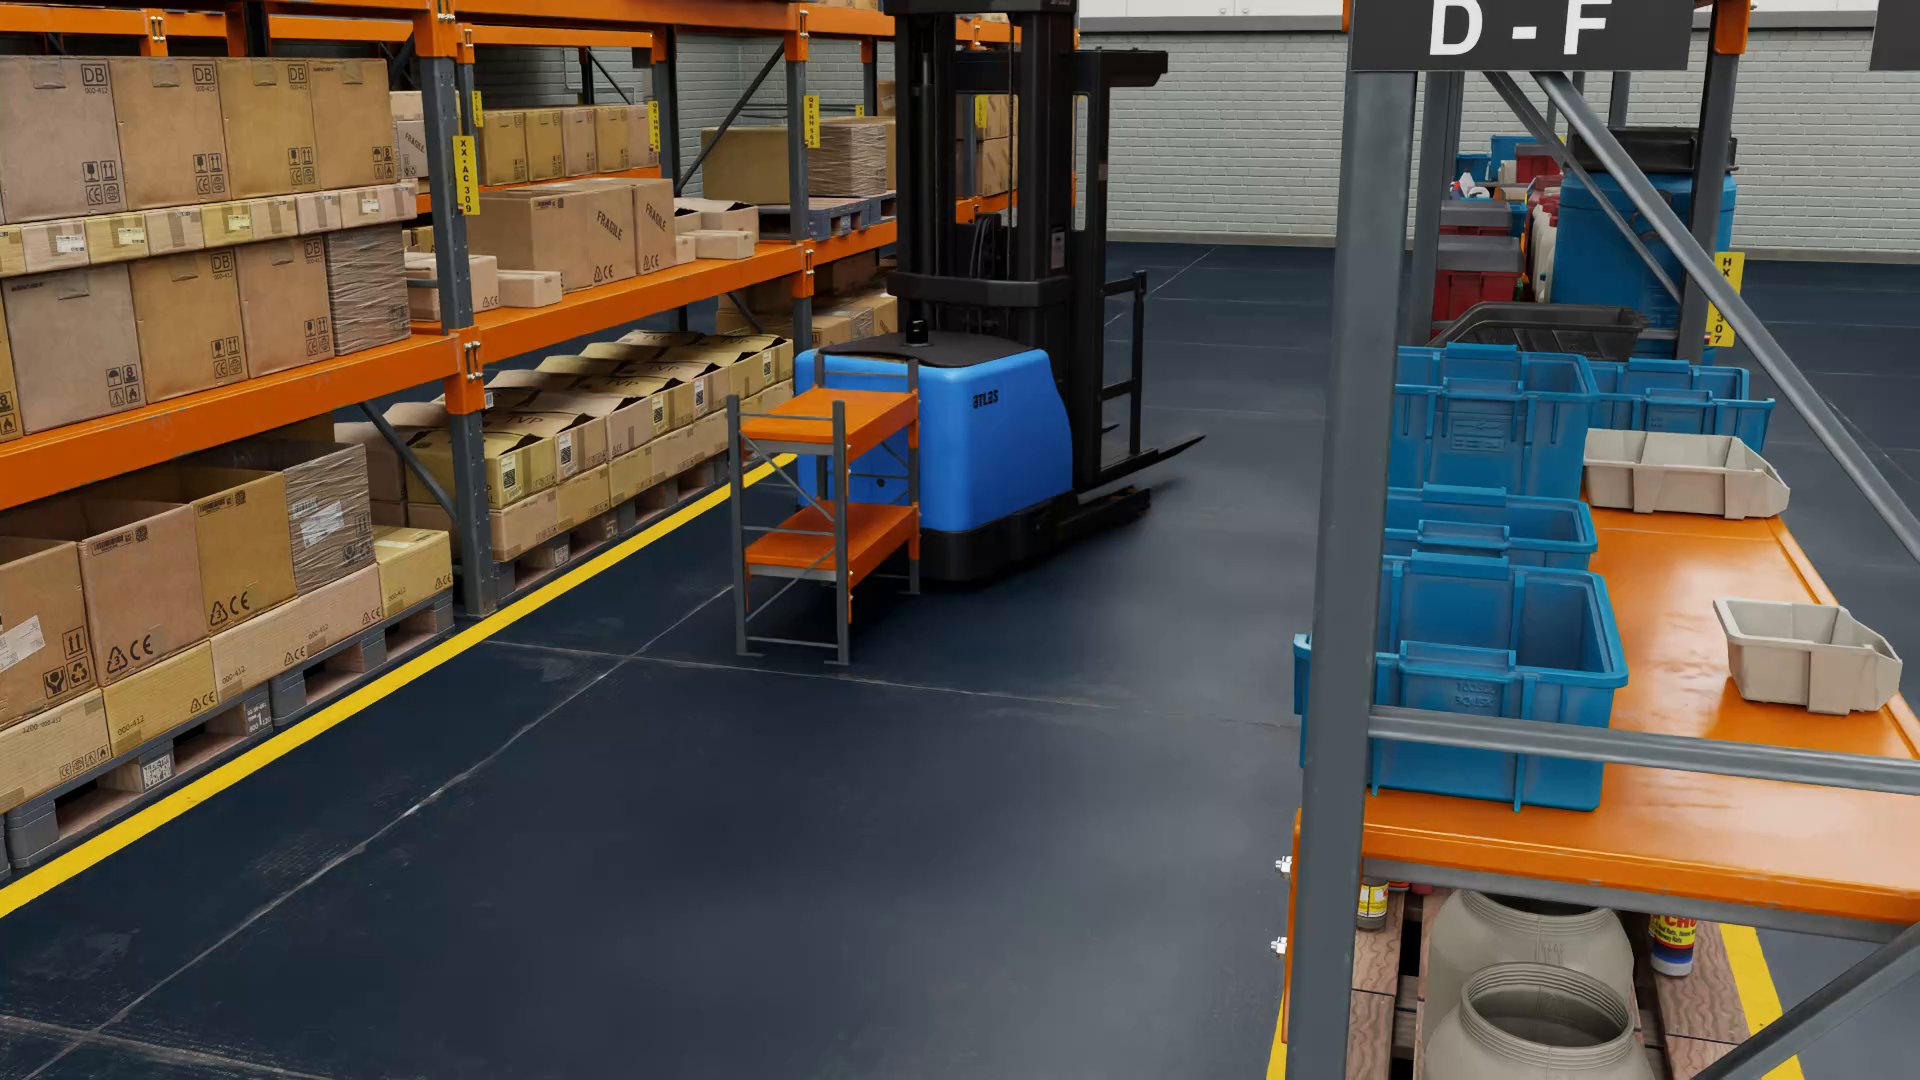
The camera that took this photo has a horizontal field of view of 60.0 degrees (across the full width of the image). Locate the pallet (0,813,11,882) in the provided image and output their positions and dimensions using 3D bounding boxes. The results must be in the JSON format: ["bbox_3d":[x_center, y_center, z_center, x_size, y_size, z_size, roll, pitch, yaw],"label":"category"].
[{"bbox_3d":[-3.584,1.052,4.733,1.003,0.211,1.213,5,16,16],"label":"pallet"}]

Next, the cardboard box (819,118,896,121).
[{"bbox_3d":[-0.835,-3.184,13.606,0.700,0.500,0.500,7,17,25],"label":"cardboard box"}]

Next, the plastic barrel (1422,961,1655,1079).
[{"bbox_3d":[1.101,1.116,3.188,0.421,0.512,0.421,0,16,0],"label":"plastic barrel"}]

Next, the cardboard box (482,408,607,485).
[{"bbox_3d":[-2.121,-0.501,8.340,0.500,0.311,0.500,4,16,15],"label":"cardboard box"}]

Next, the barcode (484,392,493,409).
[{"bbox_3d":[-2.153,-0.638,7.596,0.001,0.075,0.075,5,16,16],"label":"barcode"}]

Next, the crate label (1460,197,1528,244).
[{"bbox_3d":[2.719,-1.572,8.809,0.502,0.435,0.616,5,16,16],"label":"crate label"}]

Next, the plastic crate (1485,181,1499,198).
[{"bbox_3d":[4.457,-3.050,14.481,0.437,0.125,0.590,5,16,16],"label":"plastic crate"}]

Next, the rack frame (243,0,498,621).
[{"bbox_3d":[-2.625,-1.132,7.325,1.000,3.000,0.127,5,16,16],"label":"rack frame"}]

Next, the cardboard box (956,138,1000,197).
[{"bbox_3d":[0.055,-3.386,15.086,0.500,0.500,0.500,5,17,17],"label":"cardboard box"}]

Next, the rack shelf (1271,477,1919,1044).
[{"bbox_3d":[1.555,0.122,4.221,1.077,0.370,4.000,5,16,16],"label":"rack shelf"}]

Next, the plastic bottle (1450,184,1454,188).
[{"bbox_3d":[3.631,-2.489,12.321,0.061,0.283,0.133,5,16,16],"label":"plastic bottle"}]

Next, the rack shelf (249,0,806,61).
[{"bbox_3d":[-2.056,-2.753,8.858,1.077,0.370,4.000,5,16,16],"label":"rack shelf"}]

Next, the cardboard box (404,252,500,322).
[{"bbox_3d":[-2.527,-1.192,7.811,0.500,0.250,0.500,6,17,19],"label":"cardboard box"}]

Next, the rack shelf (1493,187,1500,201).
[{"bbox_3d":[4.965,-3.017,15.289,1.077,0.370,4.000,5,16,16],"label":"rack shelf"}]

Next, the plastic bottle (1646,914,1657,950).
[{"bbox_3d":[1.830,0.956,4.282,0.097,0.201,0.097,0,16,0],"label":"plastic bottle"}]

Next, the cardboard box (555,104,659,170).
[{"bbox_3d":[-4.100,-4.665,19.230,0.980,0.700,0.700,5,17,18],"label":"cardboard box"}]

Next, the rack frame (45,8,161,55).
[{"bbox_3d":[-6.238,-2.562,12.365,1.000,3.000,0.127,5,16,16],"label":"rack frame"}]

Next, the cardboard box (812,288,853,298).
[{"bbox_3d":[-1.157,-1.724,13.185,0.500,0.500,0.500,4,16,14],"label":"cardboard box"}]

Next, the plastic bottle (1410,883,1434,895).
[{"bbox_3d":[1.289,0.824,4.599,0.061,0.283,0.133,5,16,16],"label":"plastic bottle"}]

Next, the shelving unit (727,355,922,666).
[{"bbox_3d":[-0.571,-0.168,7.361,0.538,1.125,1.048,4,16,15],"label":"shelving unit"}]

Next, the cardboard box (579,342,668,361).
[{"bbox_3d":[-2.059,-1.076,10.366,0.500,0.311,0.500,4,16,14],"label":"cardboard box"}]

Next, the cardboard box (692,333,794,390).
[{"bbox_3d":[-1.401,-1.172,10.705,0.500,0.311,0.500,5,17,17],"label":"cardboard box"}]

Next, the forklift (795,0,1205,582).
[{"bbox_3d":[0.407,-1.557,8.947,1.130,2.935,3.031,10,19,32],"label":"forklift"}]

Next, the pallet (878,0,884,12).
[{"bbox_3d":[-0.896,-4.141,12.780,1.213,0.211,1.003,5,16,16],"label":"pallet"}]

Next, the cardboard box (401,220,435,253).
[{"bbox_3d":[-5.162,-2.596,15.656,0.750,0.750,0.750,5,17,17],"label":"cardboard box"}]

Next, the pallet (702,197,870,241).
[{"bbox_3d":[-1.363,-2.269,11.685,1.213,0.211,1.003,5,16,16],"label":"pallet"}]

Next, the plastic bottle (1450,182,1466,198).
[{"bbox_3d":[3.467,-2.330,11.636,0.144,0.351,0.185,5,16,16],"label":"plastic bottle"}]

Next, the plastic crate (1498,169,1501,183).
[{"bbox_3d":[5.379,-3.487,15.998,0.396,0.136,0.243,5,16,16],"label":"plastic crate"}]

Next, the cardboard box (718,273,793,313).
[{"bbox_3d":[-1.435,-1.827,12.173,0.500,0.250,0.500,5,17,18],"label":"cardboard box"}]

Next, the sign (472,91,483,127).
[{"bbox_3d":[-4.579,-4.088,15.768,0.100,0.325,0.005,5,16,16],"label":"sign"}]

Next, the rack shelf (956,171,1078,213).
[{"bbox_3d":[0.217,-3.403,16.647,1.077,0.370,4.000,5,16,16],"label":"rack shelf"}]

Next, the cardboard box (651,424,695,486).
[{"bbox_3d":[-1.836,-0.500,9.366,0.500,0.250,0.500,5,17,17],"label":"cardboard box"}]

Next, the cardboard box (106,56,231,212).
[{"bbox_3d":[-3.030,-1.425,5.795,0.700,0.500,0.500,5,16,16],"label":"cardboard box"}]

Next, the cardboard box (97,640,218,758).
[{"bbox_3d":[-2.968,0.520,5.770,0.500,0.250,0.500,5,16,16],"label":"cardboard box"}]

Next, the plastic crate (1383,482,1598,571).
[{"bbox_3d":[1.032,0.047,3.439,0.499,0.251,0.408,5,16,16],"label":"plastic crate"}]

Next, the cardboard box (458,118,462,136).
[{"bbox_3d":[-4.991,-3.669,15.503,0.500,0.500,0.500,4,16,15],"label":"cardboard box"}]

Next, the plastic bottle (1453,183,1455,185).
[{"bbox_3d":[3.737,-2.563,12.604,0.097,0.271,0.097,0,16,0],"label":"plastic bottle"}]

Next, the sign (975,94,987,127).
[{"bbox_3d":[0.182,-3.740,14.397,0.100,0.325,0.005,5,16,16],"label":"sign"}]

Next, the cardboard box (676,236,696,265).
[{"bbox_3d":[-1.796,-1.720,9.857,0.380,0.149,0.250,6,17,20],"label":"cardboard box"}]

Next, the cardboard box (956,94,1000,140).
[{"bbox_3d":[0.053,-3.856,14.912,0.500,0.500,0.500,5,17,17],"label":"cardboard box"}]

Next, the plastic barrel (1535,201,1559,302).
[{"bbox_3d":[2.814,-1.238,7.448,0.433,0.535,0.433,0,16,0],"label":"plastic barrel"}]

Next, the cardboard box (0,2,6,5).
[{"bbox_3d":[-6.696,-3.732,10.769,0.797,0.503,0.637,7,17,24],"label":"cardboard box"}]

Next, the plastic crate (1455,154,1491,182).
[{"bbox_3d":[4.203,-3.010,13.864,0.392,0.384,0.575,5,16,16],"label":"plastic crate"}]

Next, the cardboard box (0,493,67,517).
[{"bbox_3d":[-3.481,0.117,5.814,0.500,0.500,0.500,5,16,16],"label":"cardboard box"}]

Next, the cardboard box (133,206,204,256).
[{"bbox_3d":[-2.859,-1.073,5.742,0.380,0.149,0.250,5,17,17],"label":"cardboard box"}]

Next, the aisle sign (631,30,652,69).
[{"bbox_3d":[-3.657,-5.901,19.374,0.394,0.787,0.004,5,16,16],"label":"aisle sign"}]

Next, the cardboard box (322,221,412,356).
[{"bbox_3d":[-2.745,-1.064,6.900,0.700,0.500,0.500,4,16,14],"label":"cardboard box"}]

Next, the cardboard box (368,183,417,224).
[{"bbox_3d":[-2.496,-1.405,6.913,0.380,0.149,0.250,5,16,16],"label":"cardboard box"}]

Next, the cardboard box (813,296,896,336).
[{"bbox_3d":[-0.794,-1.553,12.583,0.500,0.500,0.500,4,16,15],"label":"cardboard box"}]

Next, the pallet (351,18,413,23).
[{"bbox_3d":[-5.315,-4.716,14.812,0.805,0.209,1.217,4,16,14],"label":"pallet"}]
